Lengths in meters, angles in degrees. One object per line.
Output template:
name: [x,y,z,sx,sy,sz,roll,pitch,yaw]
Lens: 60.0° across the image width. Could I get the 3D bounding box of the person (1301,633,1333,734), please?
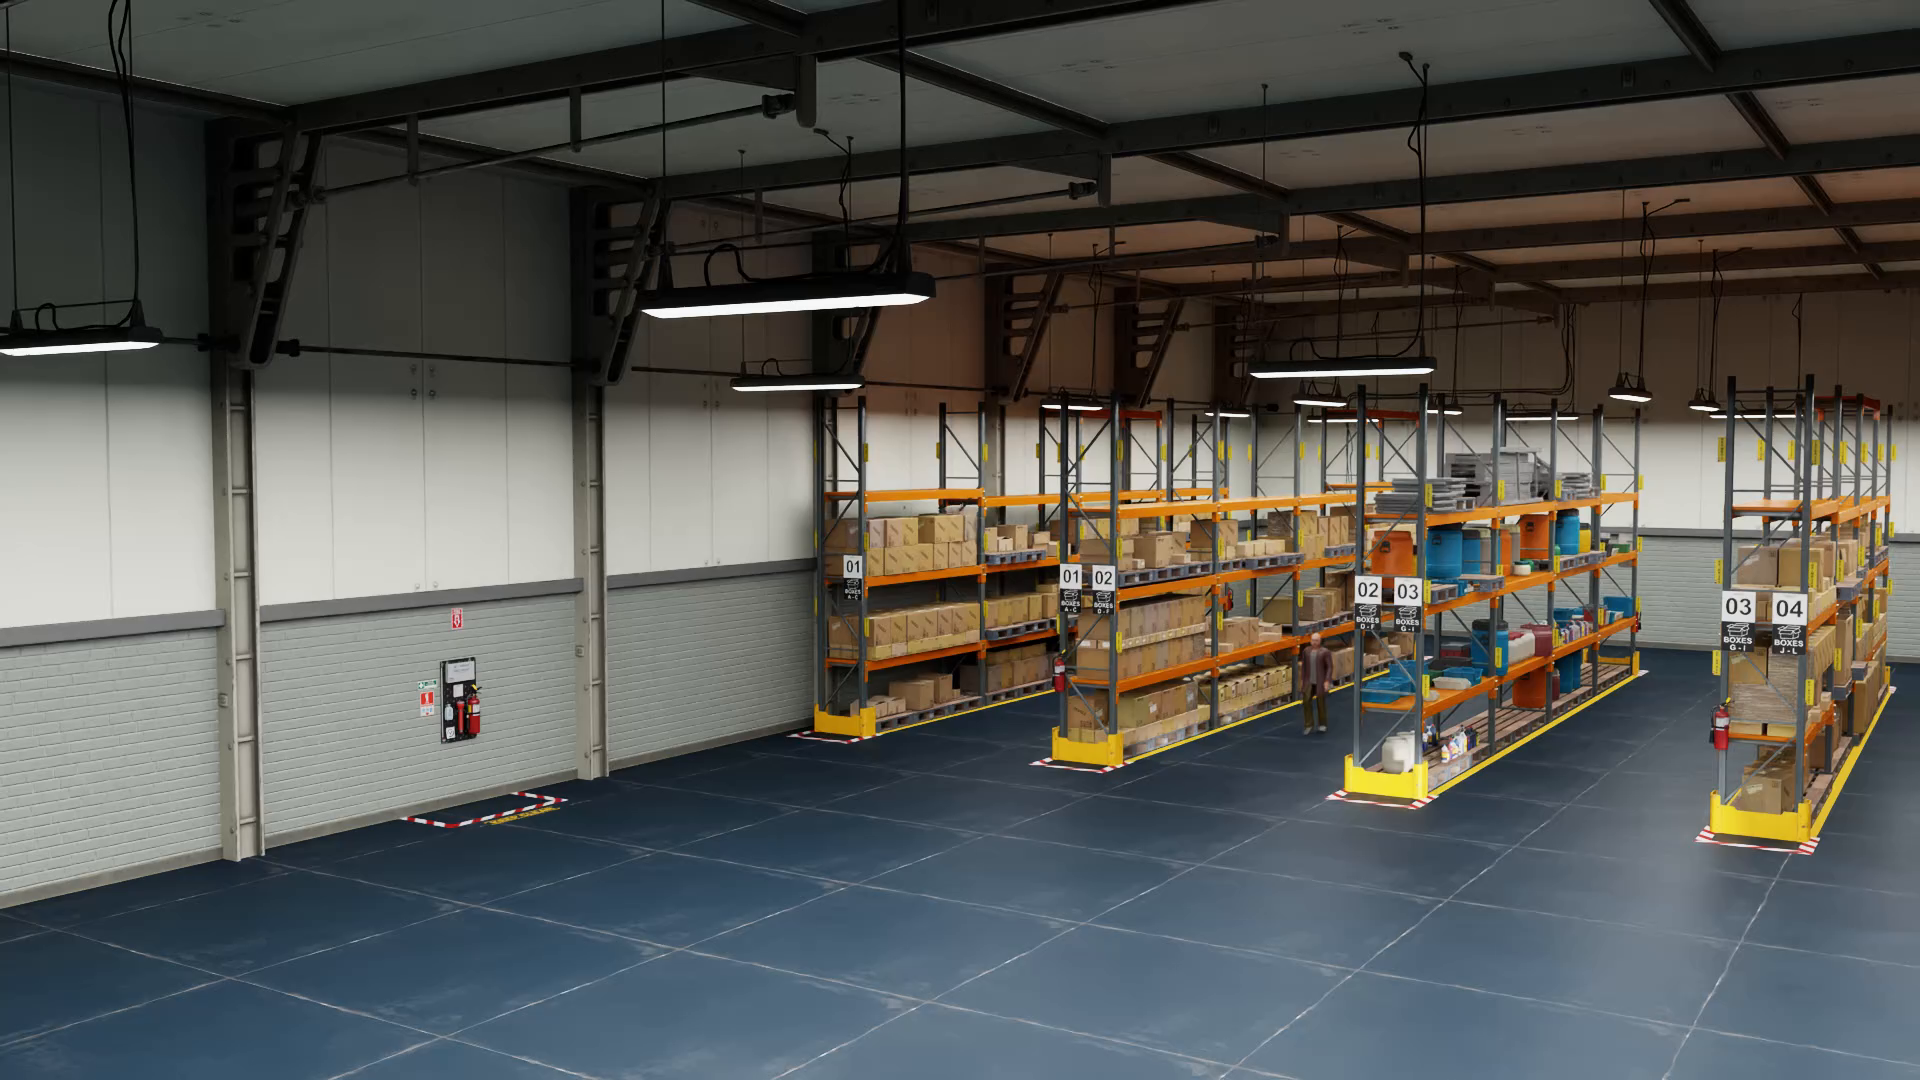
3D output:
person: [6.379,2.630,29.711,0.644,1.730,0.637,3,4,41]
